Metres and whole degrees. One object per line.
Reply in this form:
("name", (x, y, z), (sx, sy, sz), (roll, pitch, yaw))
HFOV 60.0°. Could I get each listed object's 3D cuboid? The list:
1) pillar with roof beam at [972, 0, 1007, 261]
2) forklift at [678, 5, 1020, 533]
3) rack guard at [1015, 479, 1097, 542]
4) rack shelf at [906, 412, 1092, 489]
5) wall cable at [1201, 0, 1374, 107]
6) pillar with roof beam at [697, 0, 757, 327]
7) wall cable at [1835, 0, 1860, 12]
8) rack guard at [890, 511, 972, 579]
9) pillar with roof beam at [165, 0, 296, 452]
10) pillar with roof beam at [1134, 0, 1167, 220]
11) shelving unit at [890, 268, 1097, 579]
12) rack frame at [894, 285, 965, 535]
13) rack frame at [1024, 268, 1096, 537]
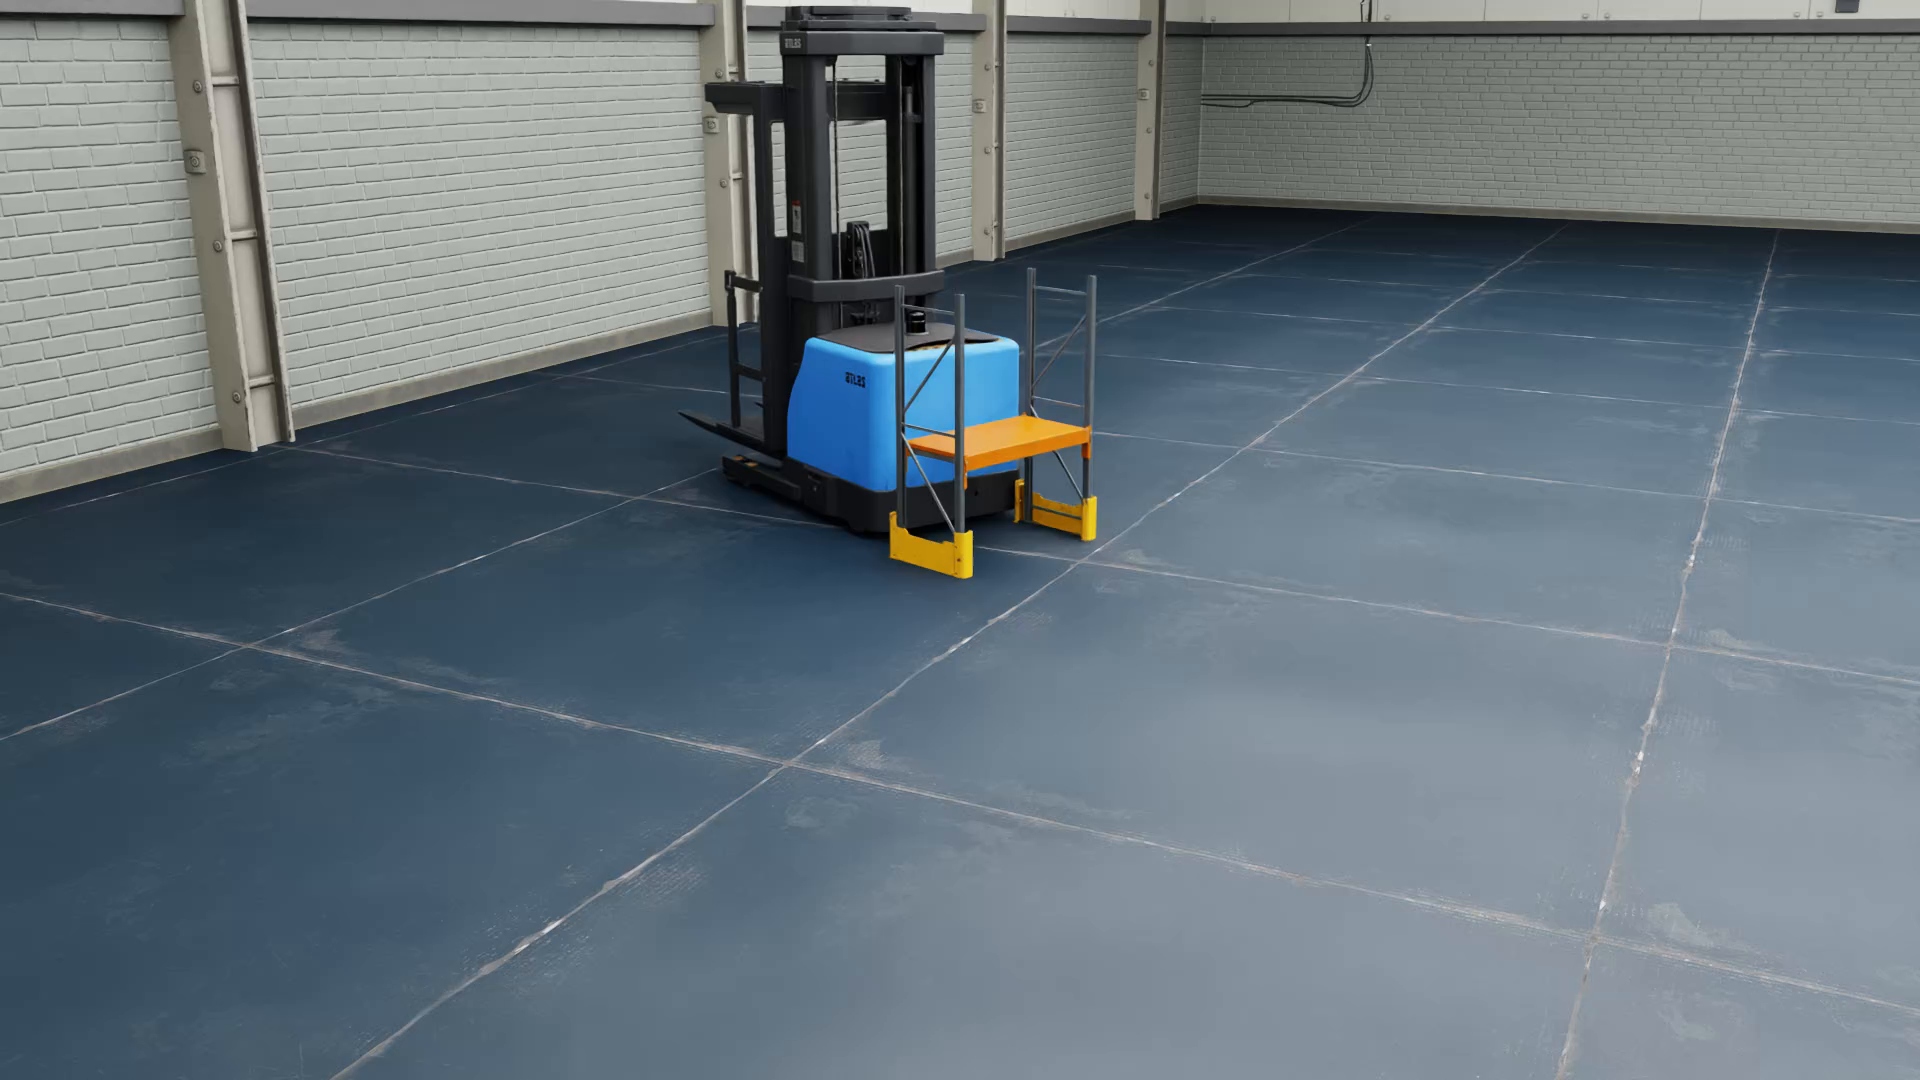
("pillar with roof beam", (4.226, -7.506, 18.992), (9.100, 9.000, 0.400), (8, 18, 25))
("forklift", (-0.883, -1.807, 10.459), (1.130, 2.935, 3.031), (-11, 20, -33))
("rack guard", (0.551, -0.176, 9.680), (0.087, 0.250, 0.587), (-16, 23, -42))
("rack shelf", (0.202, -0.506, 9.225), (1.000, 0.185, 0.538), (-16, 23, -42))
("wall cable", (5.555, -8.676, 28.384), (3.097, 2.526, 0.112), (8, 18, 25))
("pillar with roof beam", (1.545, -5.978, 13.847), (9.100, 9.000, 0.400), (8, 18, 25))
("wall cable", (14.041, -10.583, 23.378), (2.305, 6.003, 0.169), (8, 18, 25))
("rack guard", (-0.161, 0.022, 9.012), (0.087, 0.250, 0.587), (-16, 23, -42))
("pillar with roof beam", (-1.136, -4.450, 8.701), (9.100, 9.000, 0.400), (8, 18, 25))
("pillar with roof beam", (6.907, -9.035, 24.138), (9.100, 9.000, 0.400), (8, 18, 25))
("shelving unit", (0.195, -0.676, 9.168), (1.083, 1.500, 0.587), (-16, 23, -42))
("rack frame", (-0.161, -0.577, 8.833), (0.032, 1.500, 0.500), (-16, 23, -42))
("rack frame", (0.565, -0.779, 9.515), (0.032, 1.500, 0.500), (-16, 23, -42))
